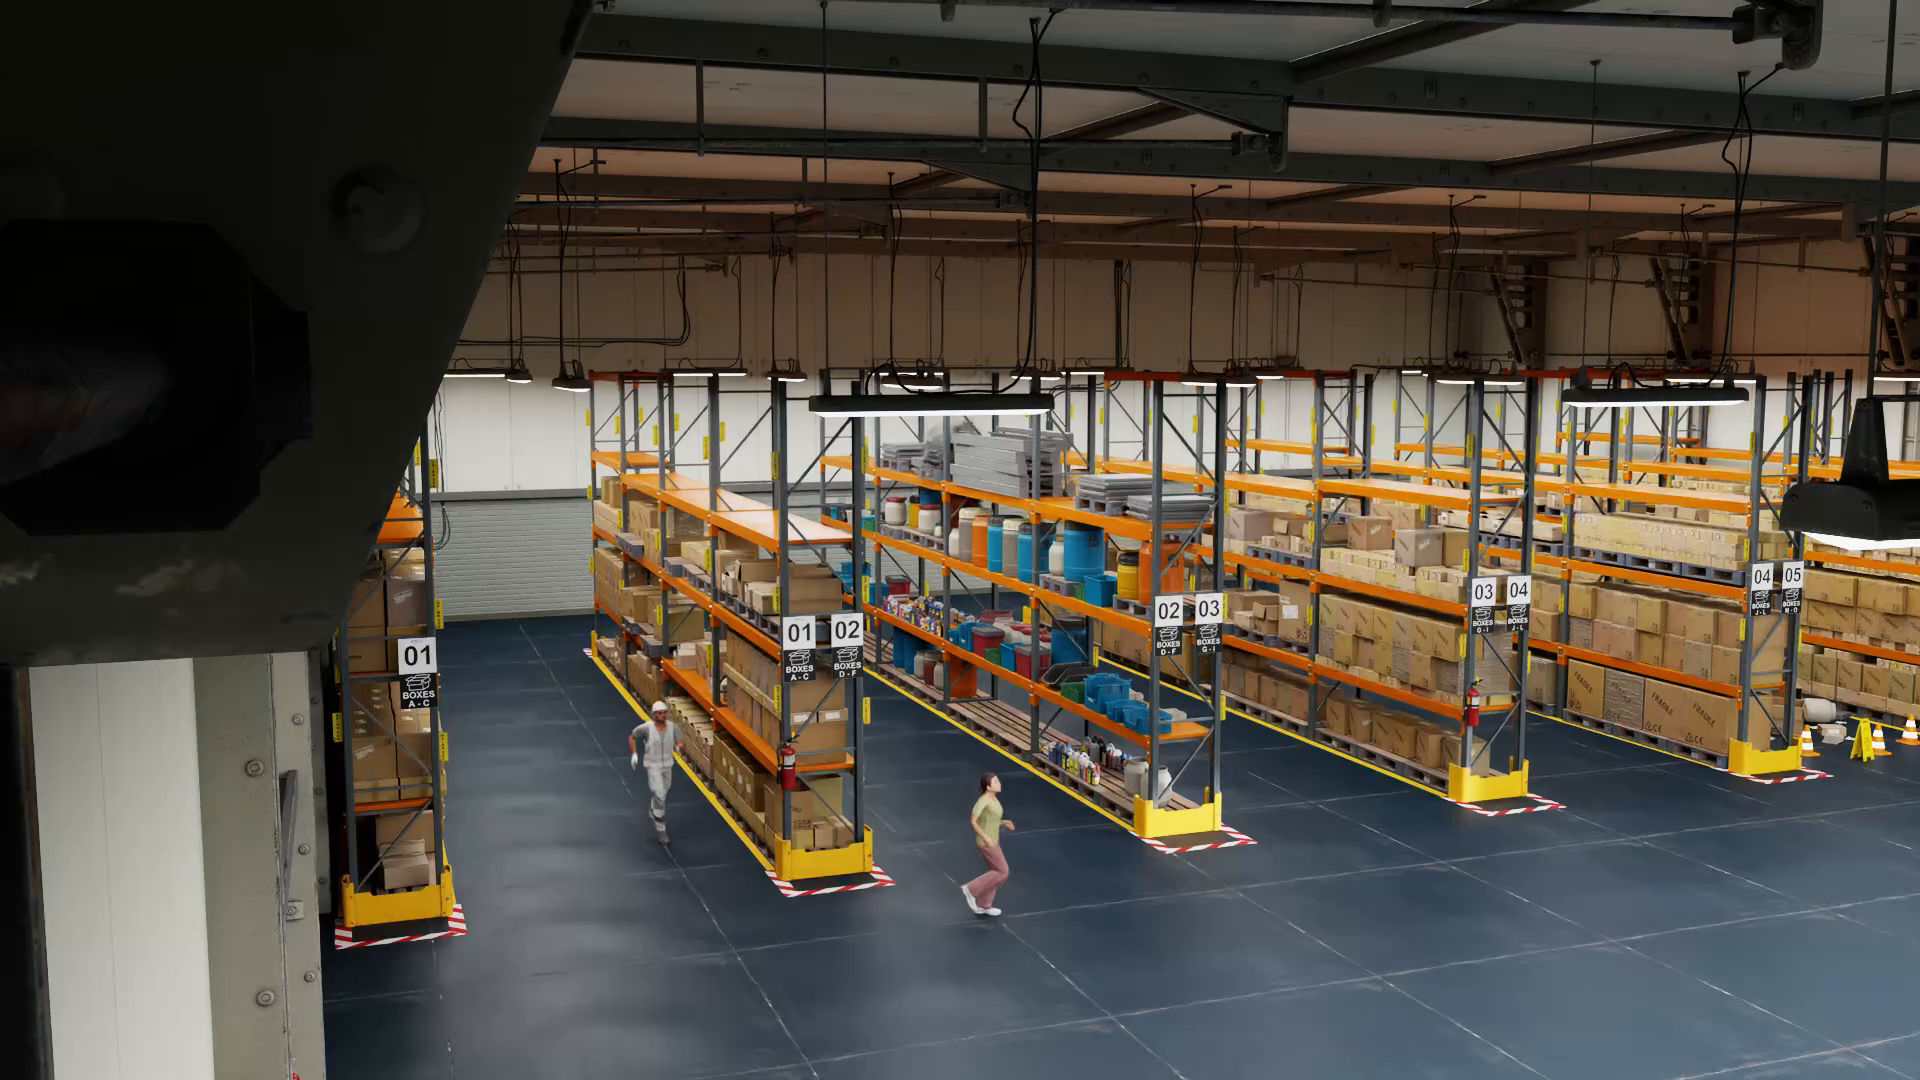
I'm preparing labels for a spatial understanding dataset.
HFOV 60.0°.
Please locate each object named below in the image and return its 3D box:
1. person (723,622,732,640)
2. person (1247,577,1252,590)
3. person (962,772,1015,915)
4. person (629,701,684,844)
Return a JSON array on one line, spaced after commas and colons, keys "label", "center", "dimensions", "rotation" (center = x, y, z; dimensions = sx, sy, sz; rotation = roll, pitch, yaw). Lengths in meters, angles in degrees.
[{"label": "person", "center": [-4.836, 1.668, 34.319], "dimensions": [0.626, 1.734, 0.687], "rotation": [-3, 7, -23]}, {"label": "person", "center": [7.260, 0.797, 41.783], "dimensions": [0.590, 1.727, 0.648], "rotation": [-3, 7, -24]}, {"label": "person", "center": [0.327, 3.428, 18.834], "dimensions": [0.568, 1.637, 0.570], "rotation": [1, 6, 9]}, {"label": "person", "center": [-3.943, 3.011, 21.778], "dimensions": [0.643, 1.844, 0.876], "rotation": [-5, 8, -35]}]
